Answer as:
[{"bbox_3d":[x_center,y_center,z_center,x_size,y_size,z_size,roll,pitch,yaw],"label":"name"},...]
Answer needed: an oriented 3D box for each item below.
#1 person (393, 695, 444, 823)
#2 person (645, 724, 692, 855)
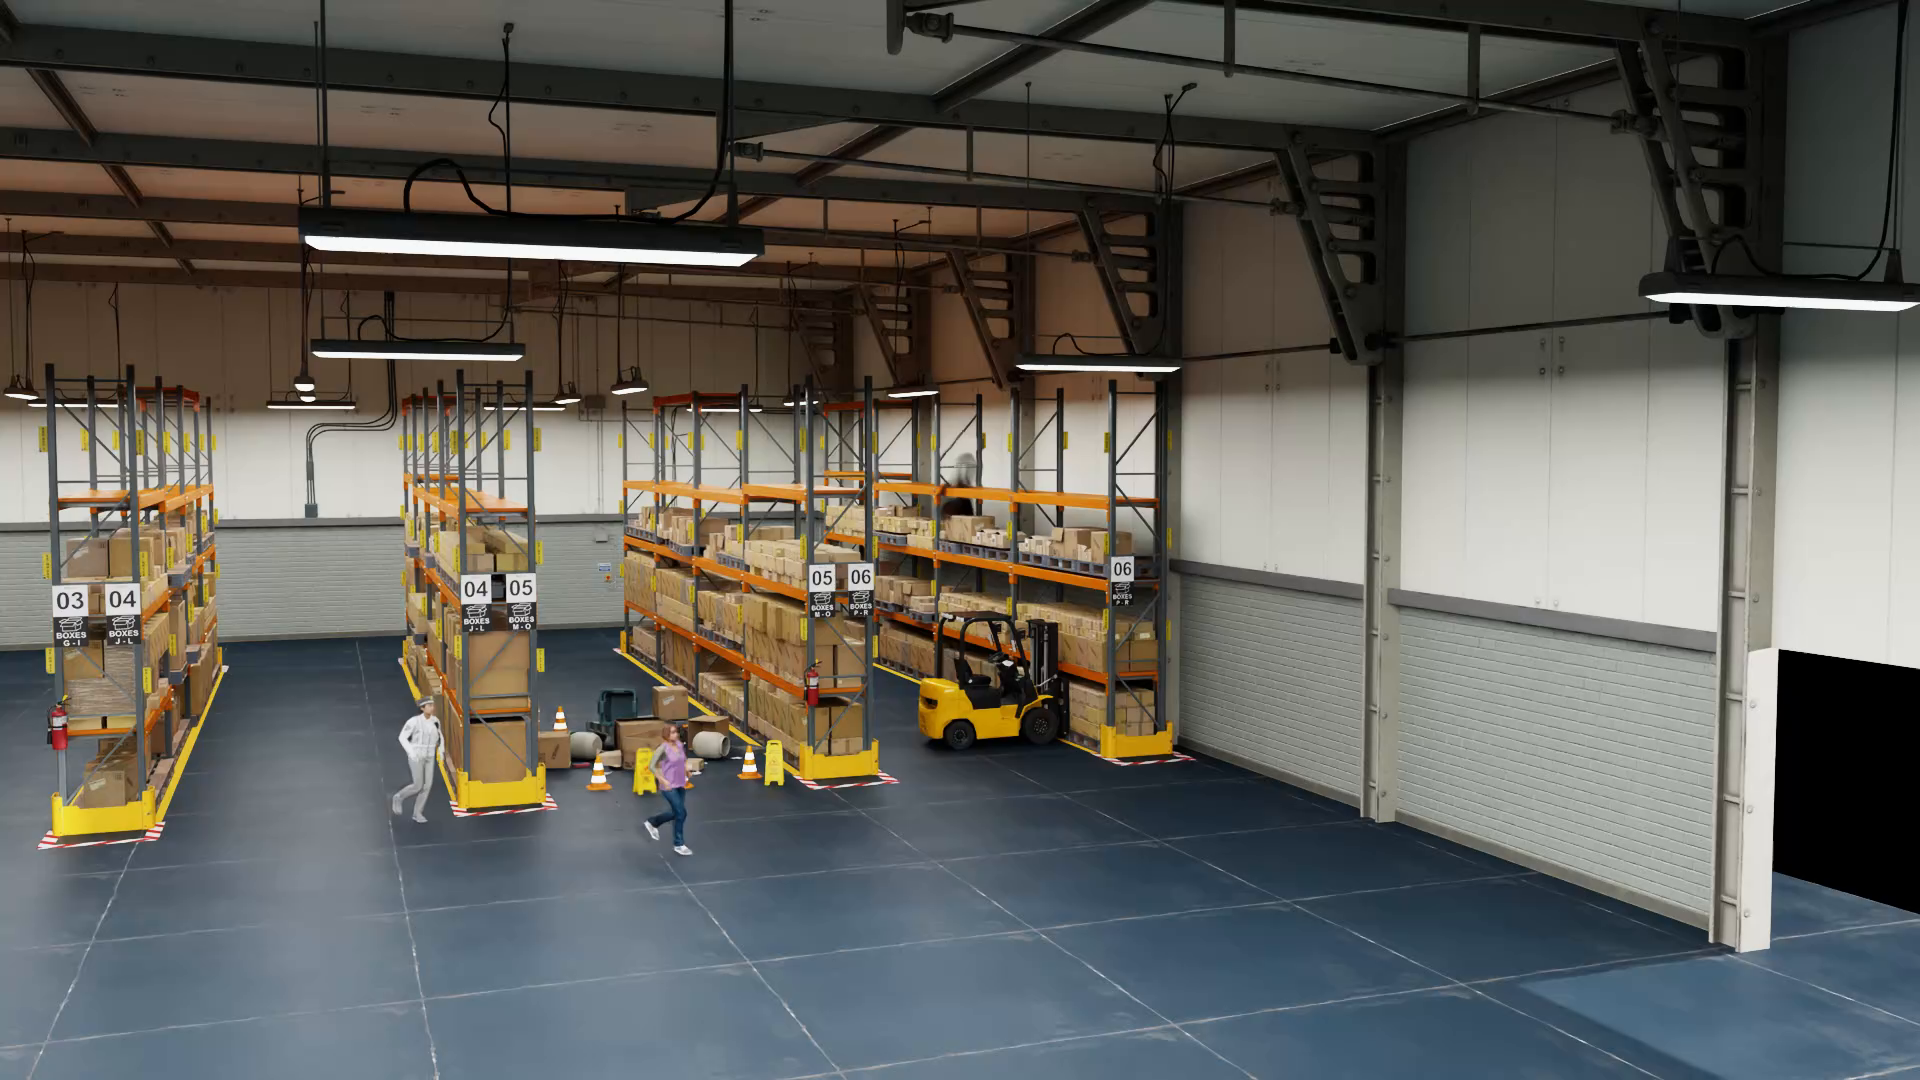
[{"bbox_3d":[-7.174,2.888,22.159,0.584,1.642,0.633,3,4,37],"label":"person"},{"bbox_3d":[-3.568,3.033,20.363,0.697,1.590,0.533,2,4,30],"label":"person"}]
